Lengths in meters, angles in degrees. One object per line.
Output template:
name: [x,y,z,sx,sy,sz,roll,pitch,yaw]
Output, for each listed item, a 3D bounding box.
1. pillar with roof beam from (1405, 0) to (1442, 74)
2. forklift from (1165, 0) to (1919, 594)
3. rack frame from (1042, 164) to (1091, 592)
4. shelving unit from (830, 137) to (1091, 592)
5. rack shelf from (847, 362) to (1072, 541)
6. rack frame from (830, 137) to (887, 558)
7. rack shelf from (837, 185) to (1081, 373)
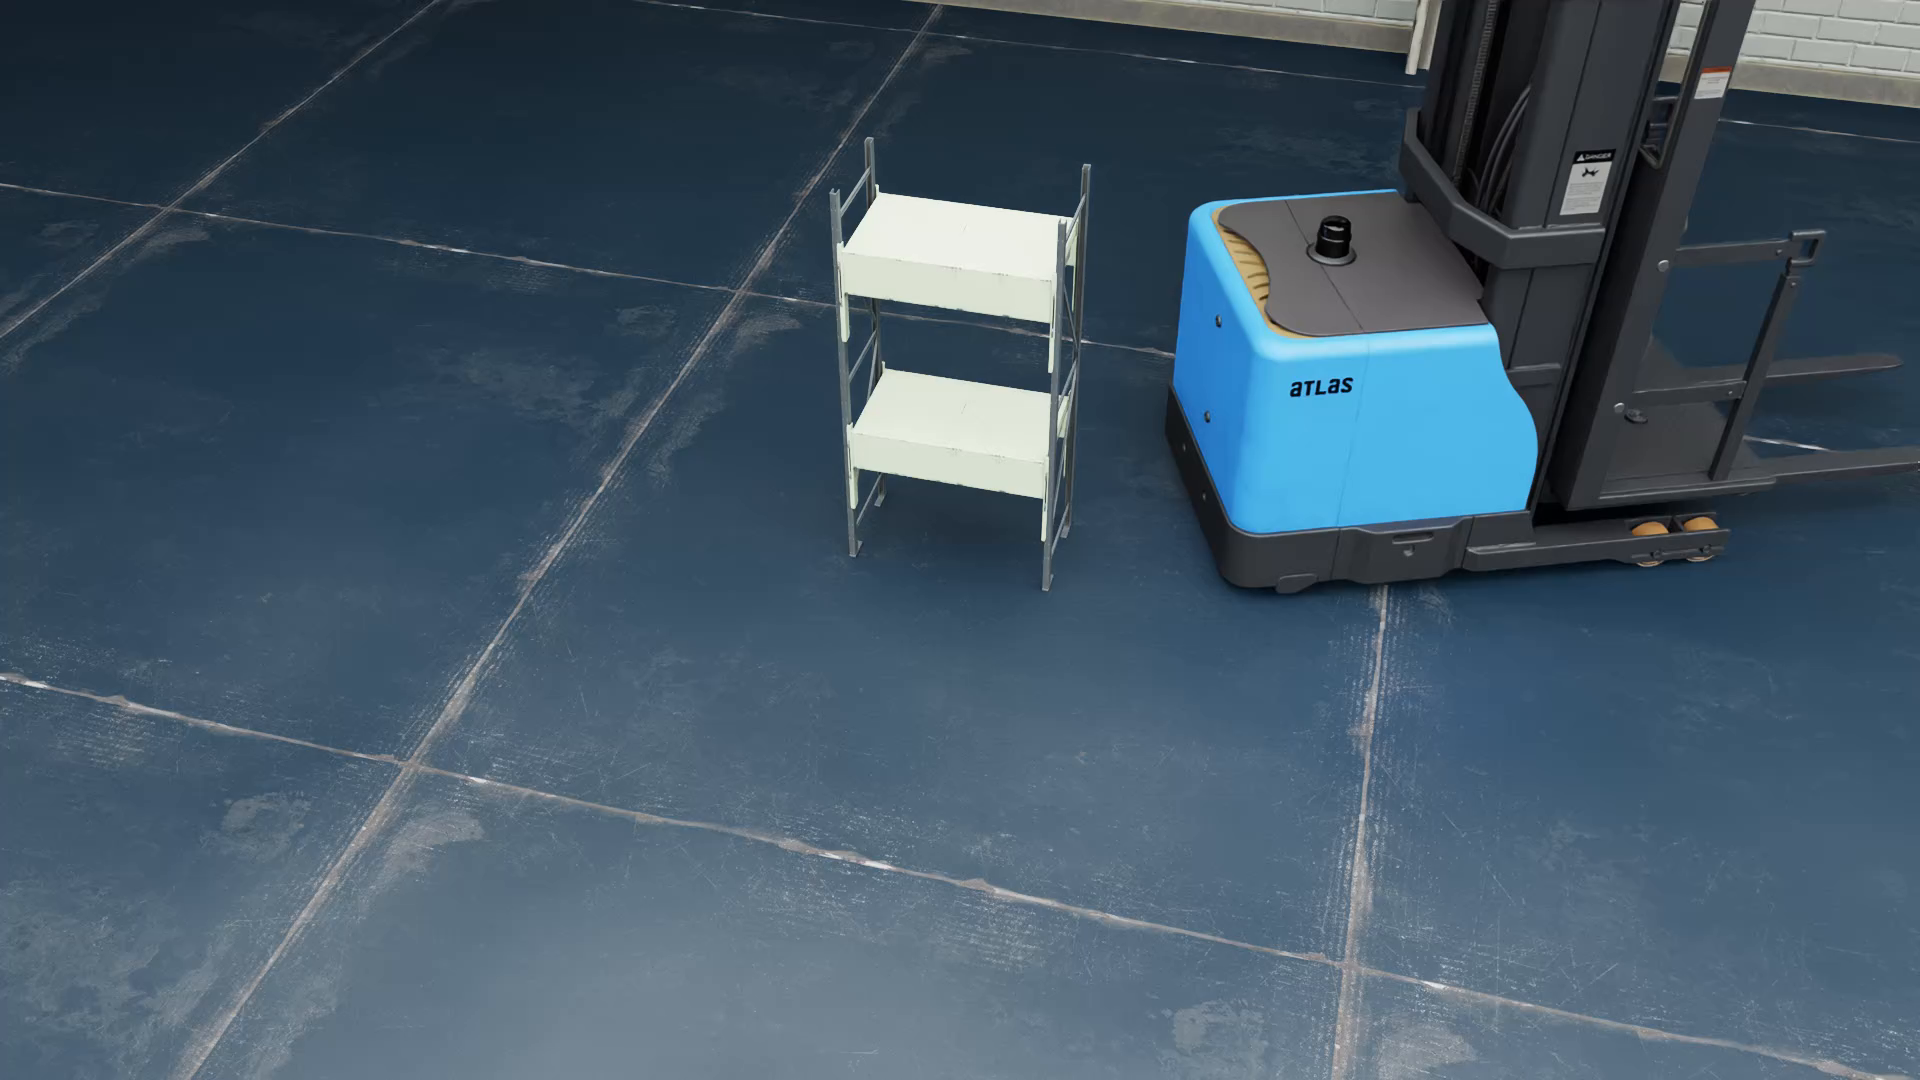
pillar with roof beam: [1.631,-3.467,3.381,0.400,9.000,9.100,10,41,11]
forklift: [2.378,-1.357,5.587,3.031,2.935,1.130,-5,40,-6]
rack frame: [0.360,-0.512,5.694,0.023,1.500,0.400,10,41,11]
shelving unit: [0.006,-0.573,5.766,0.755,1.500,0.431,10,41,11]
rack shelf: [0.006,-0.324,5.976,0.720,0.370,0.431,10,41,11]
rack frame: [-0.347,-0.634,5.839,0.023,1.500,0.400,10,41,11]
rack shelf: [0.006,-0.872,5.515,0.720,0.370,0.431,10,41,11]
